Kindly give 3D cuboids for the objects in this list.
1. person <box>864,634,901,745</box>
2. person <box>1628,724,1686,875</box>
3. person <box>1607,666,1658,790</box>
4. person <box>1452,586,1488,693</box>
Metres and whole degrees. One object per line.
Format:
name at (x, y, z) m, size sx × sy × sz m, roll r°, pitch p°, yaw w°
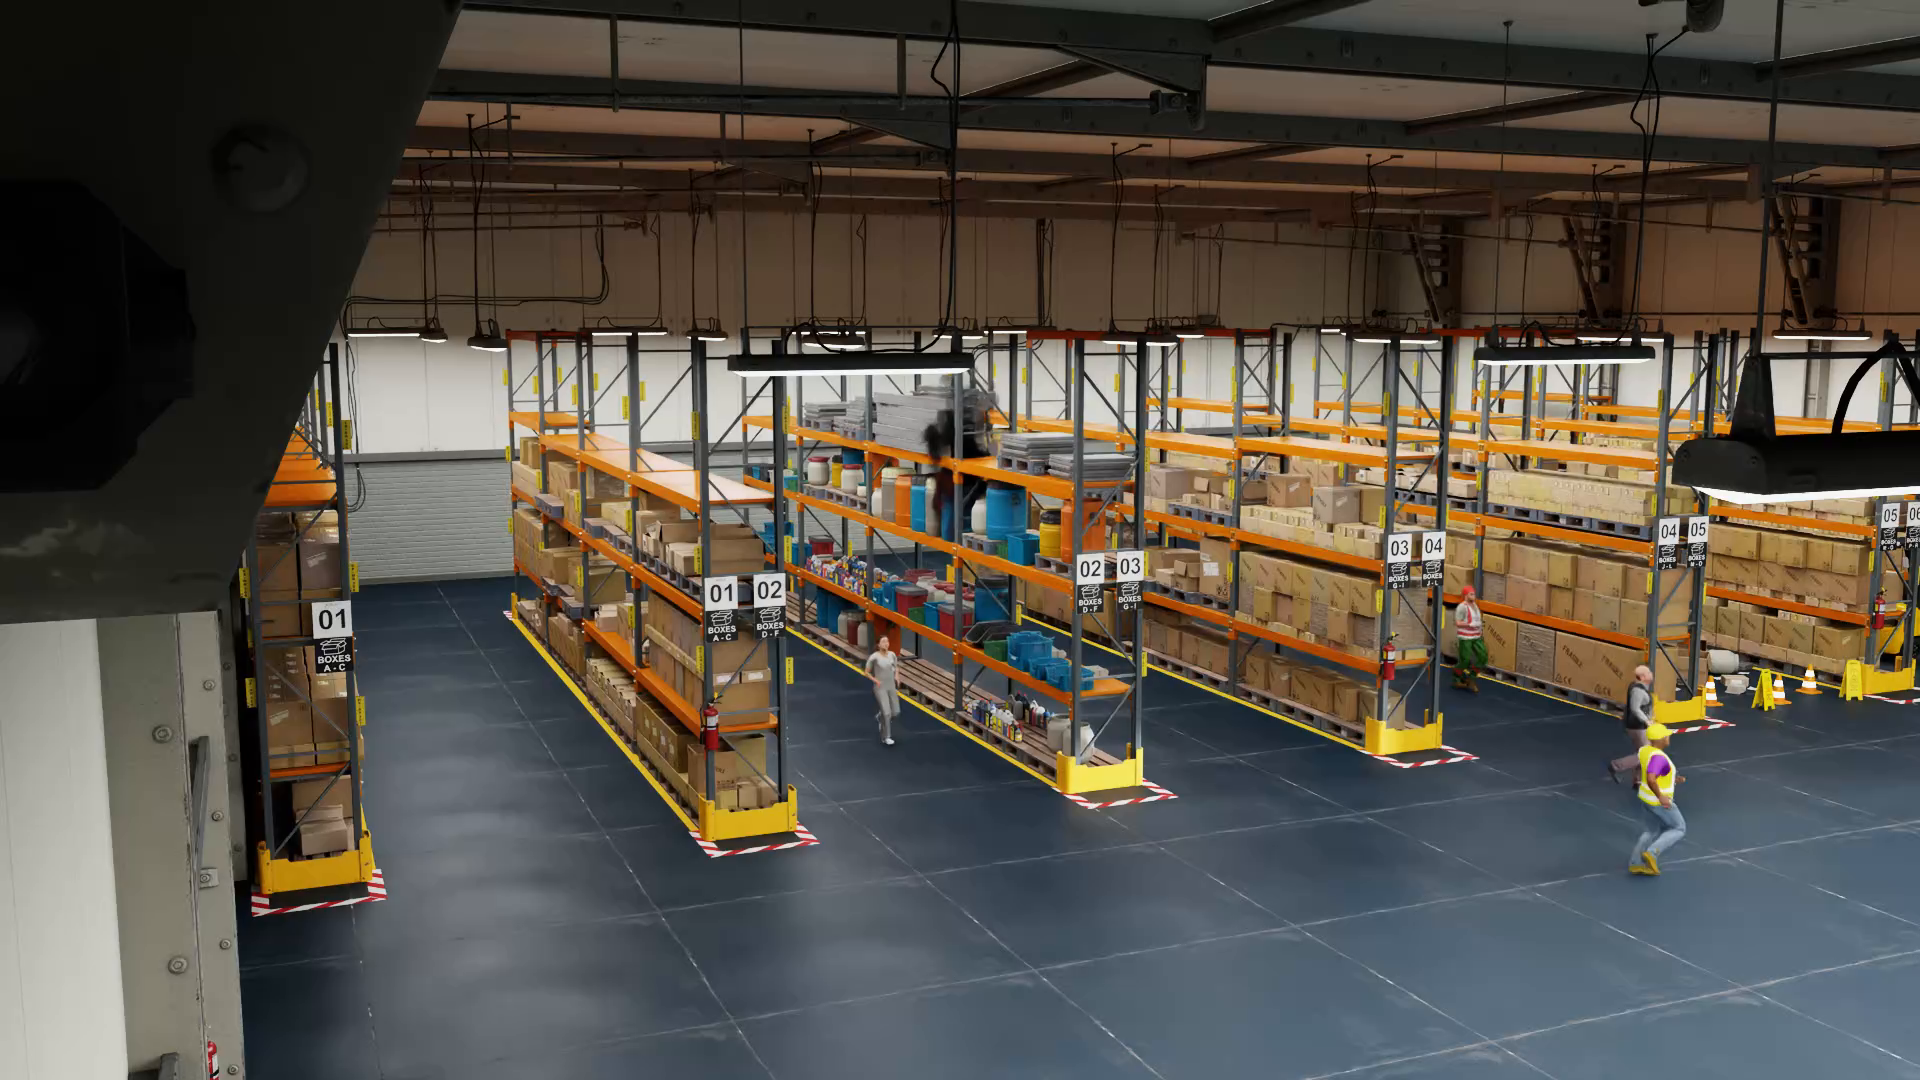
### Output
person at (-1.148, 2.188, 24.610) m, size 0.563 × 1.619 × 0.609 m, roll -4°, pitch 9°, yaw -30°
person at (7.898, 2.922, 18.741) m, size 0.634 × 1.726 × 0.683 m, roll 0°, pitch 8°, yaw -3°
person at (8.970, 2.505, 22.157) m, size 0.647 × 1.700 × 0.663 m, roll 2°, pitch 8°, yaw 15°
person at (8.566, 1.669, 27.865) m, size 0.635 × 1.809 × 0.681 m, roll -4°, pitch 9°, yaw -30°
